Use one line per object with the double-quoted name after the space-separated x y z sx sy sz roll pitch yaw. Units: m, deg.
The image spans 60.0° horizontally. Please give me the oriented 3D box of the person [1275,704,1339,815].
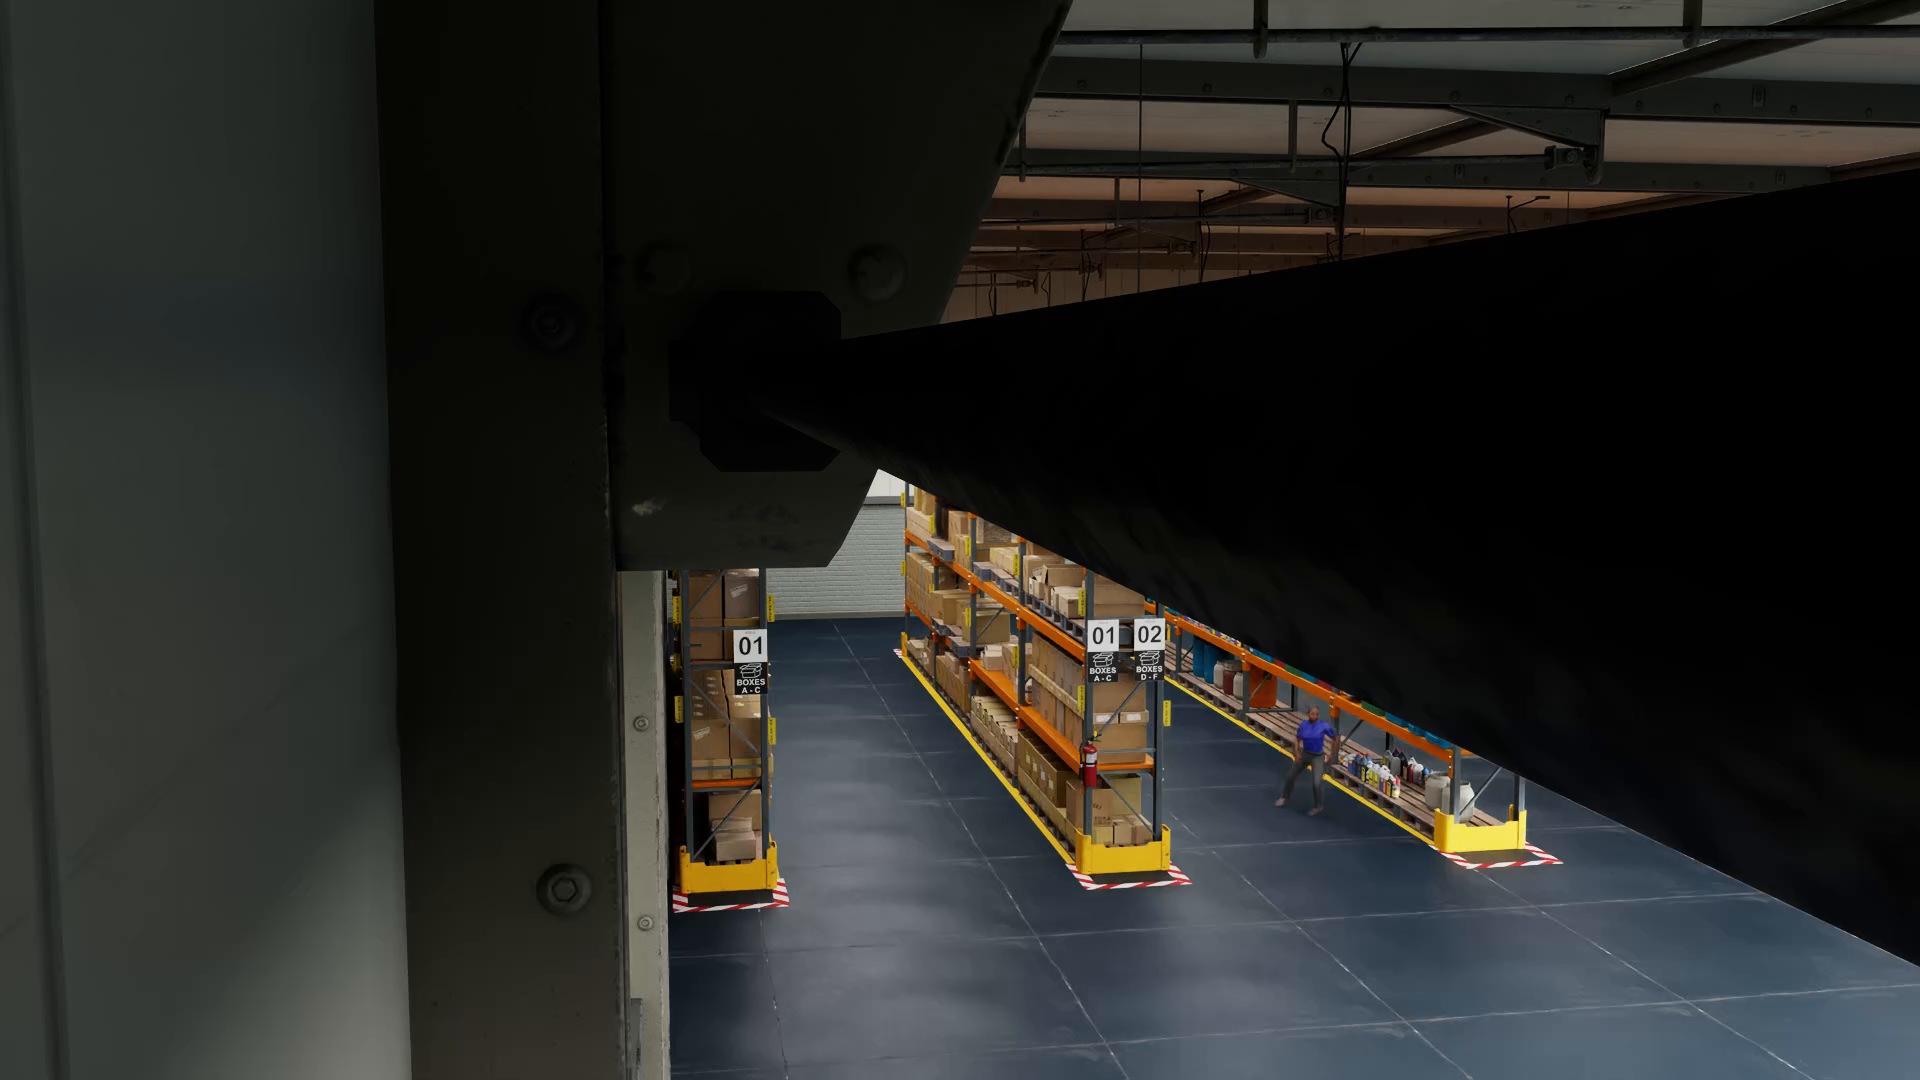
4.921 3.112 23.696 0.891 1.600 0.452 4 7 33 "person"
